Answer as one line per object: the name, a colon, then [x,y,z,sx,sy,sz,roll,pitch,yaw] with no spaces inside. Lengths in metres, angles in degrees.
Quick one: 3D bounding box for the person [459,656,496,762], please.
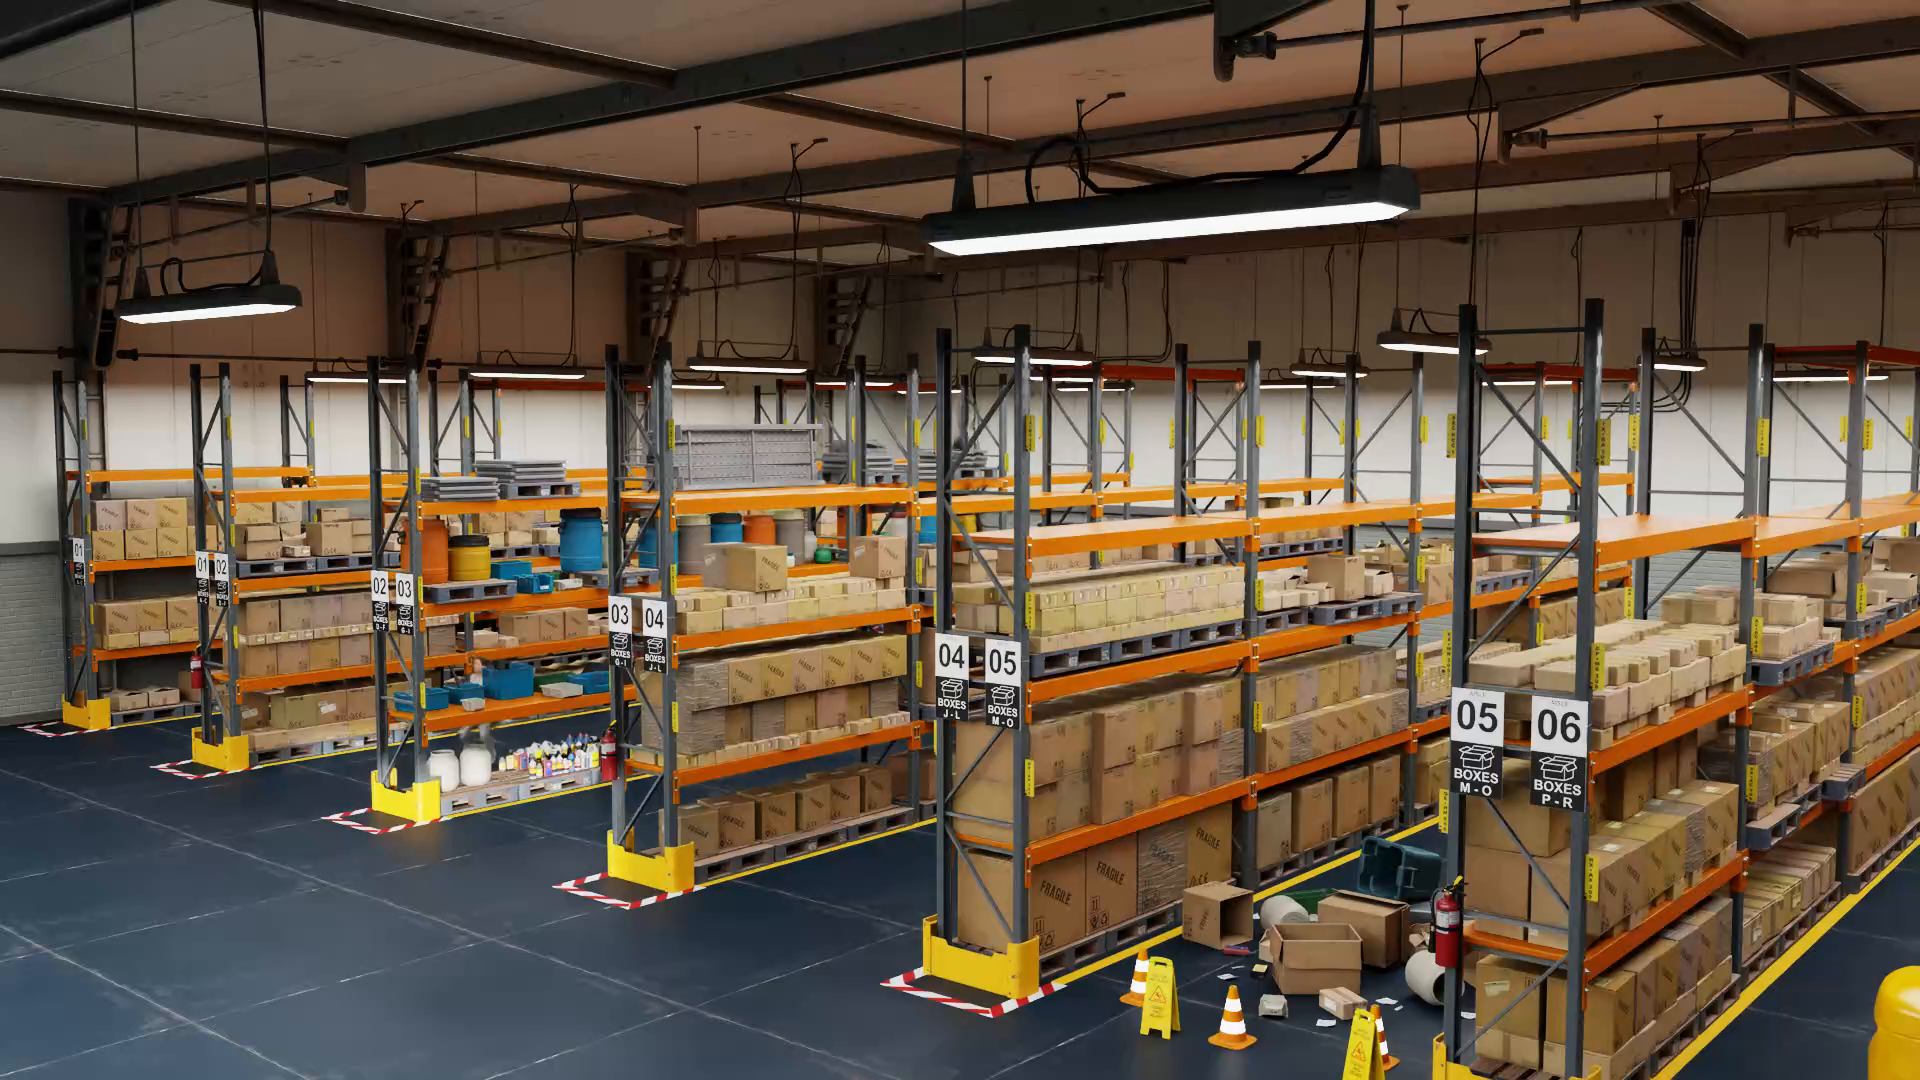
person: [-7.154,2.553,24.670,0.537,1.648,0.670,2,4,21]
